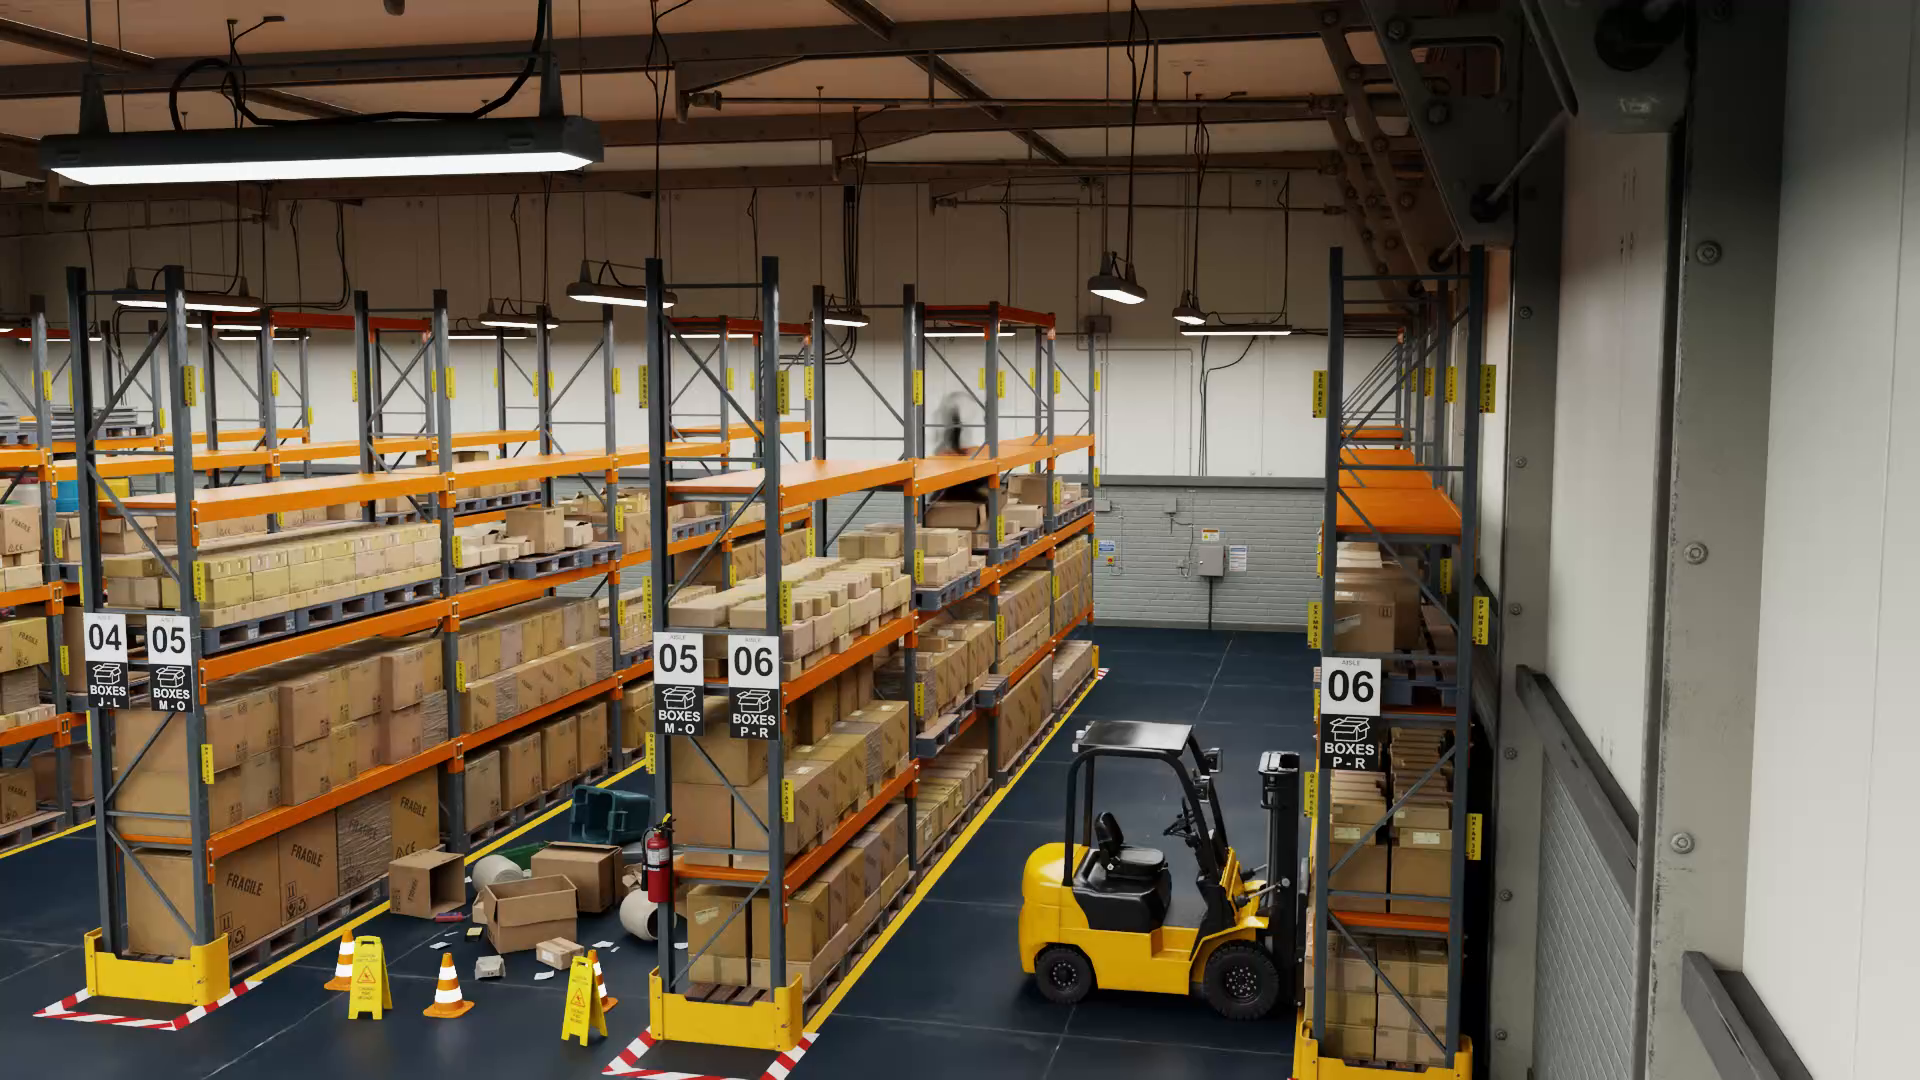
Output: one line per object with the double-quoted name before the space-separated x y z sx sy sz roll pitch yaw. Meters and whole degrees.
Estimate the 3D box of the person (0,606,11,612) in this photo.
"person" -16.316 1.534 28.189 0.518 1.558 0.548 0 6 4
